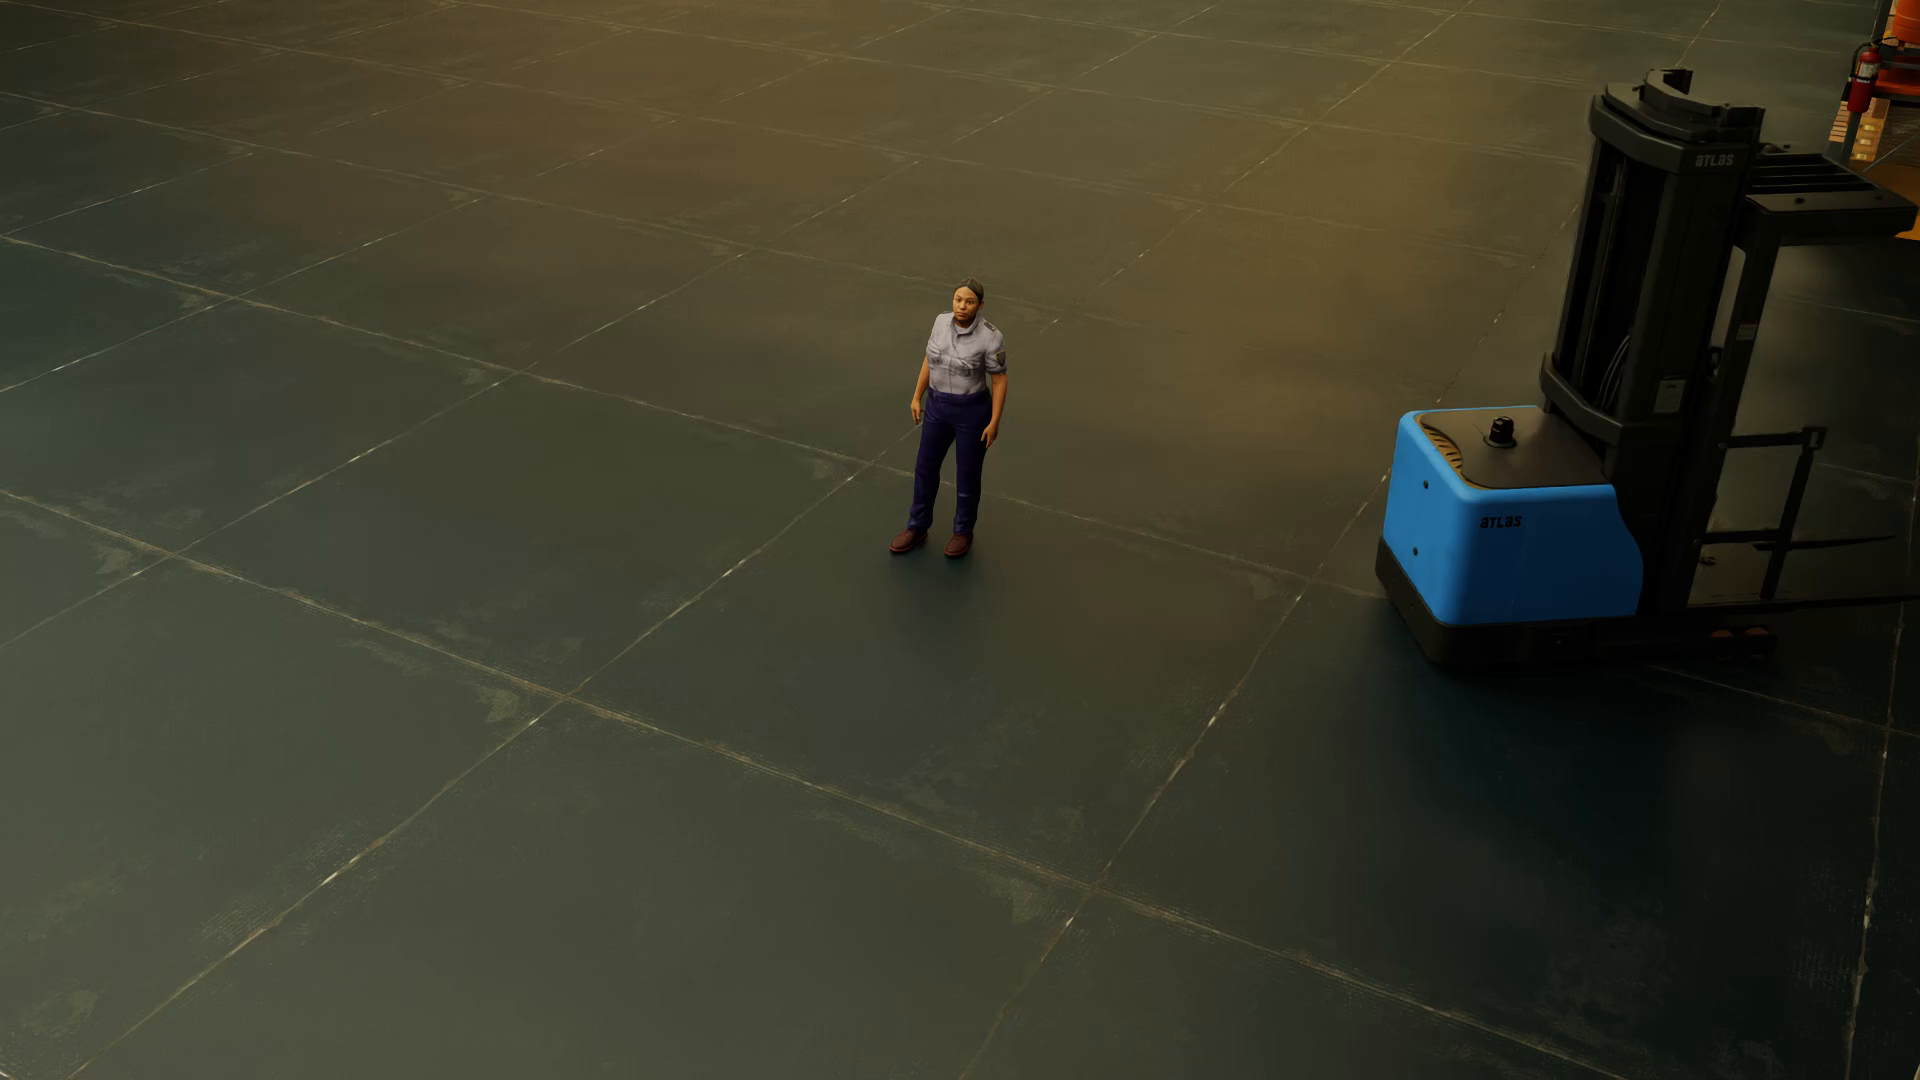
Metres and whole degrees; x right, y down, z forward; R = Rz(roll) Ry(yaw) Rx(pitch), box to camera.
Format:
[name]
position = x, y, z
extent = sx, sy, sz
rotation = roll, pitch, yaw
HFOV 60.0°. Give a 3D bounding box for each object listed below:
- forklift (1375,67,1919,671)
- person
[forklift]
position = 3.931, -0.885, 8.604
extent = 3.031, 2.935, 1.130
rotation = -3, 30, -5
[person]
position = -0.064, -0.686, 9.529
extent = 0.598, 1.651, 0.502
rotation = 15, 33, 25
